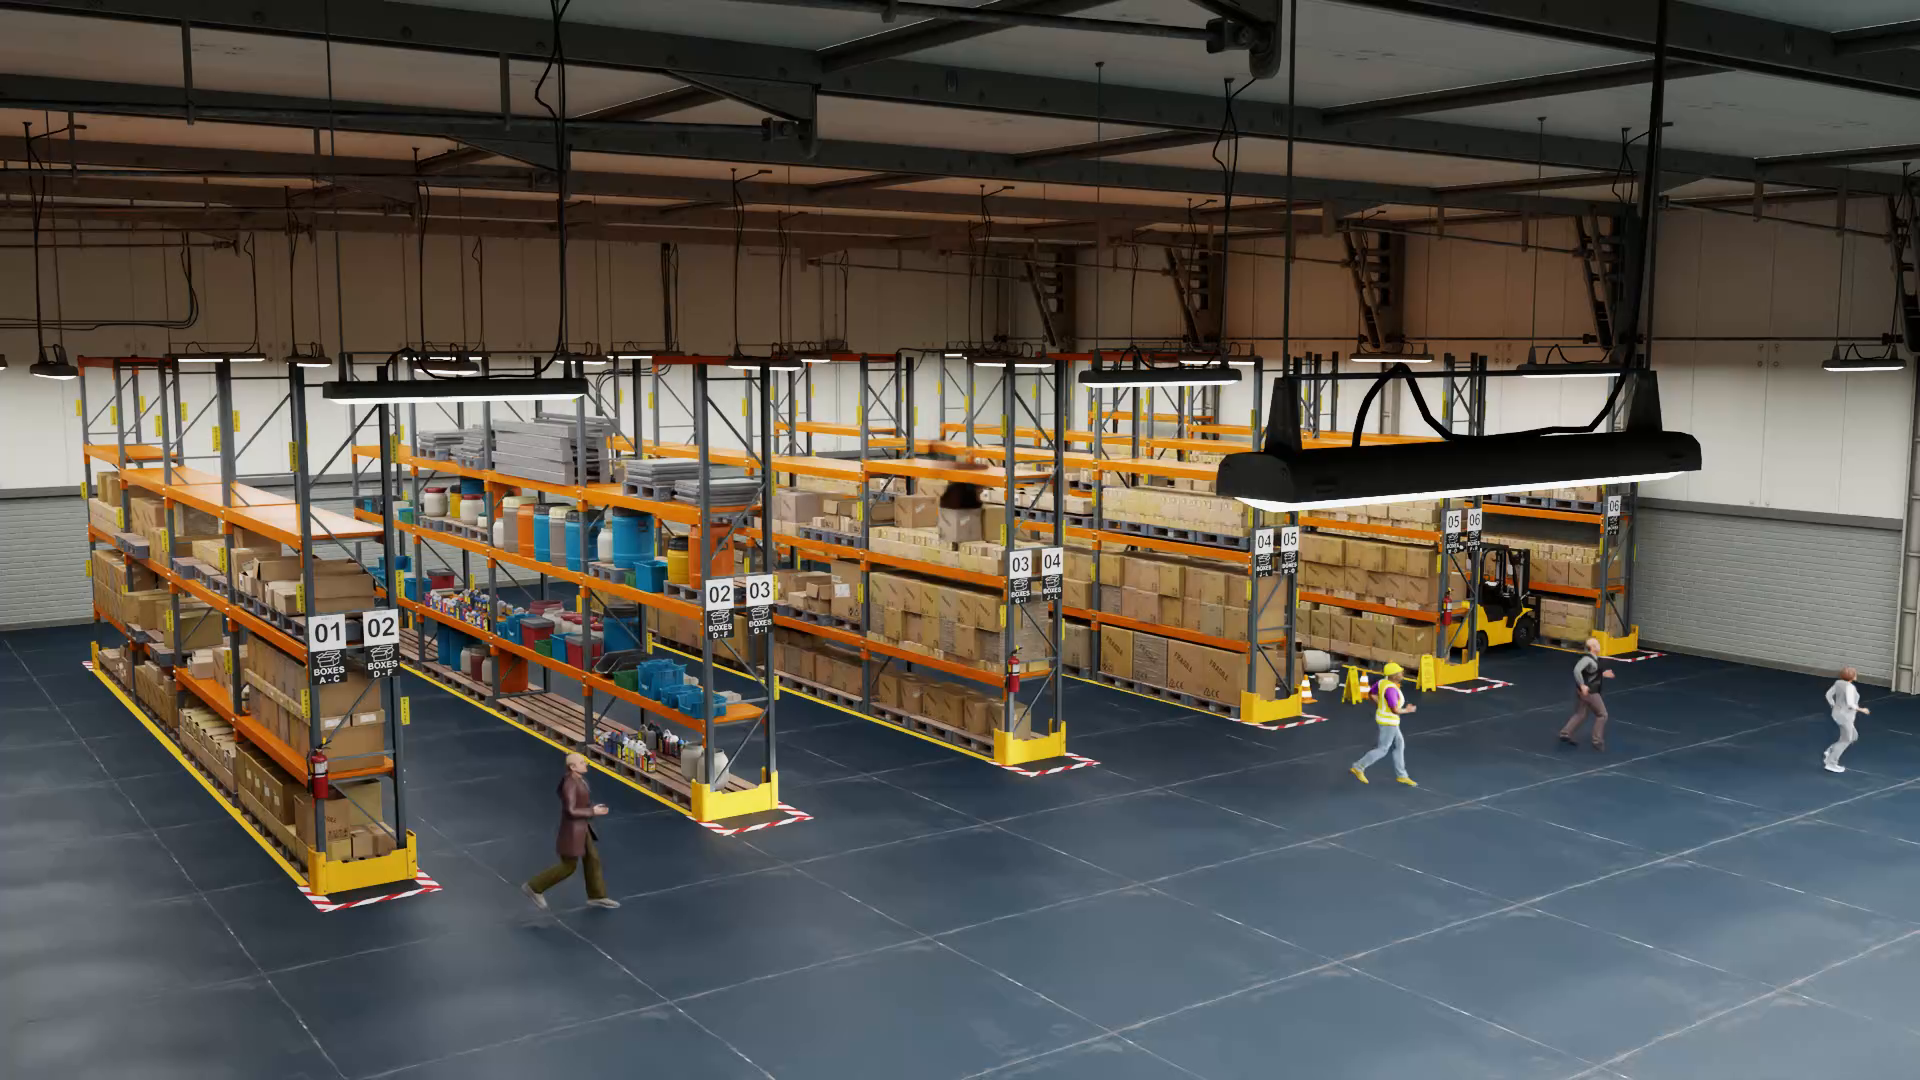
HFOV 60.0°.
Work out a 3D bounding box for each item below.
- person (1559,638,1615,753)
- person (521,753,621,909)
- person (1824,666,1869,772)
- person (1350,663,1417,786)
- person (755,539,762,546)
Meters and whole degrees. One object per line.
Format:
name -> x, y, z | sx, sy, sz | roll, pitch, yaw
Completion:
person -> 9.667, 2.390, 25.612 | 0.783, 1.782, 0.642 | 1, 7, 11
person -> -4.306, 3.231, 18.372 | 1.044, 1.793, 0.718 | -1, 7, -6
person -> 12.957, 2.615, 24.284 | 0.535, 1.564, 0.538 | 1, 7, 7
person -> 6.004, 2.609, 23.494 | 0.985, 1.782, 0.711 | 0, 7, 4
person -> -5.039, 0.489, 41.752 | 0.545, 1.642, 0.741 | -1, 7, -12
